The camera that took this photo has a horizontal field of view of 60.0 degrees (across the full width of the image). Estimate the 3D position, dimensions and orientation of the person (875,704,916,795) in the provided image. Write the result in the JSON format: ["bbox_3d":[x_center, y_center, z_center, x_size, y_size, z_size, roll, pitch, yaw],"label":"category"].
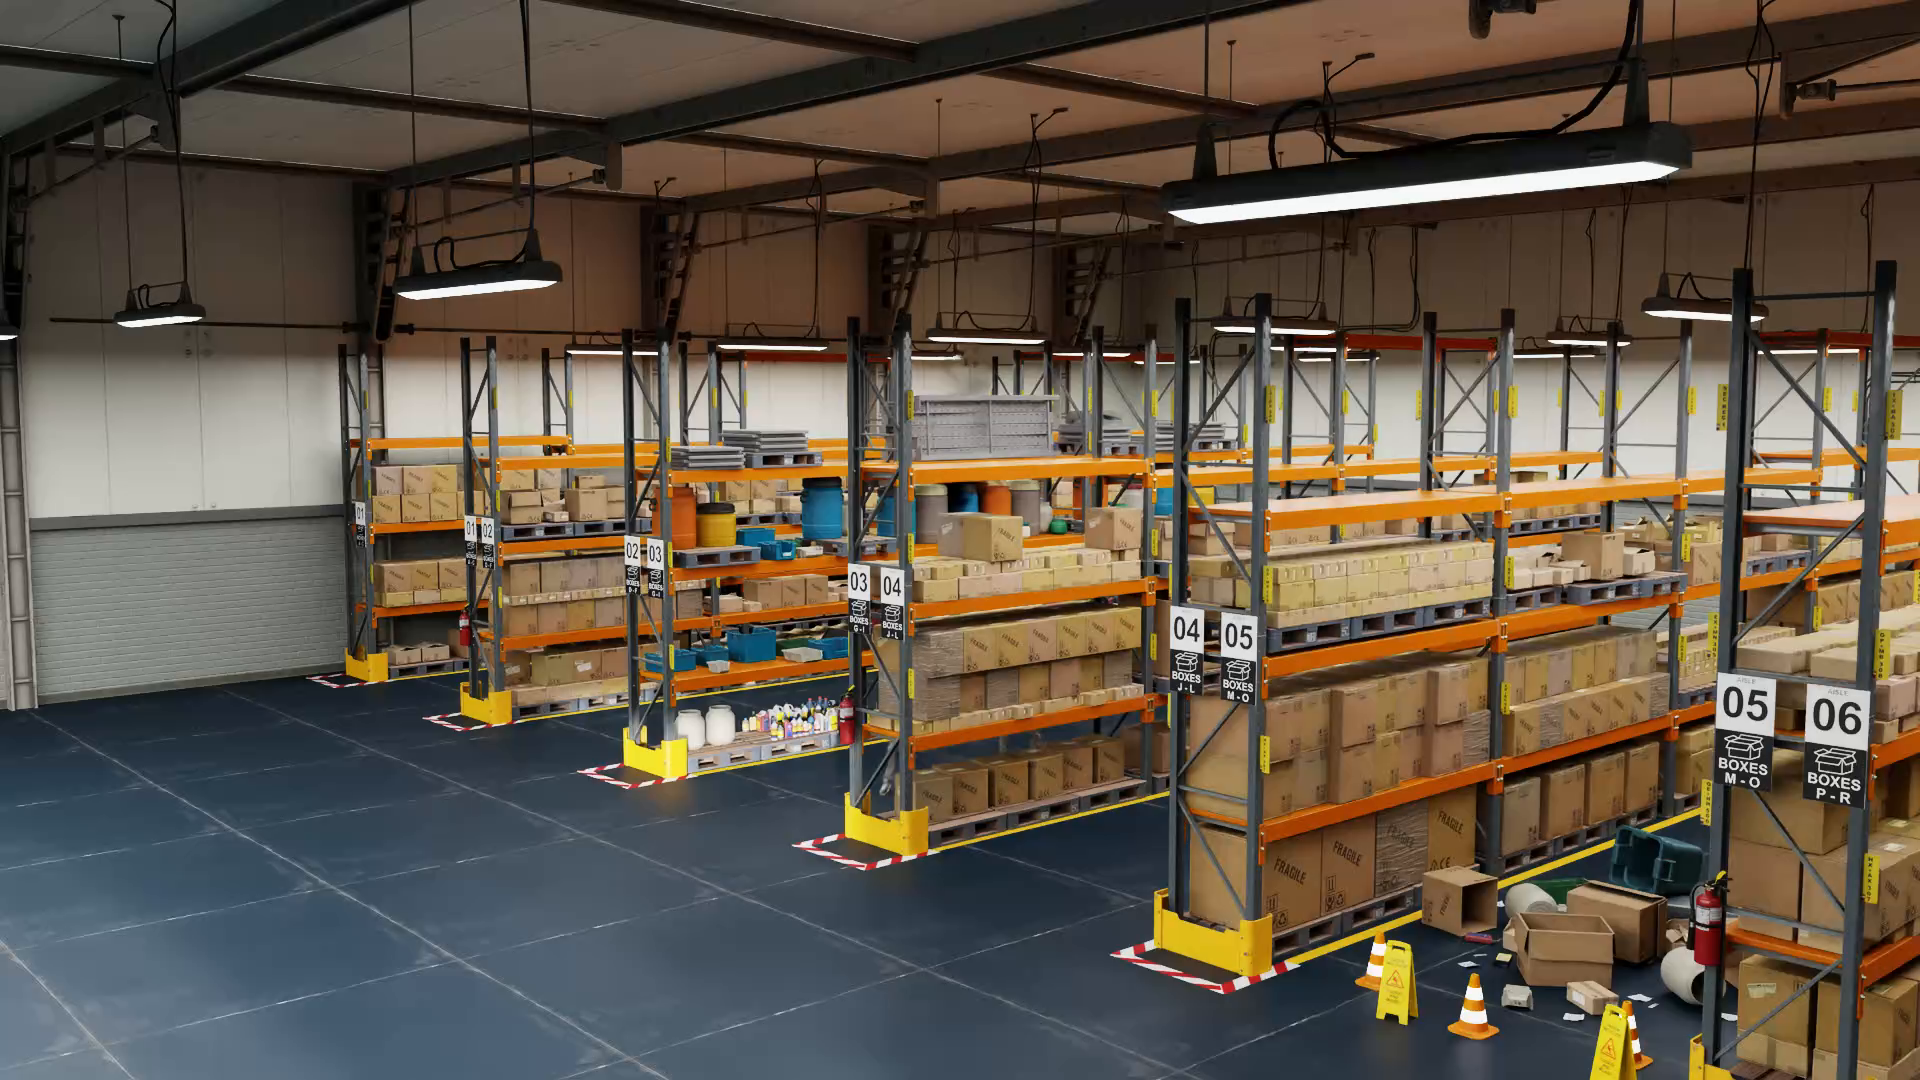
[{"bbox_3d":[-0.821,2.440,21.582,0.545,1.625,0.806,4,7,41],"label":"person"}]

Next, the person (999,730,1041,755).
[{"bbox_3d":[0.773,2.241,23.275,0.624,1.663,0.874,5,7,42],"label":"person"}]
